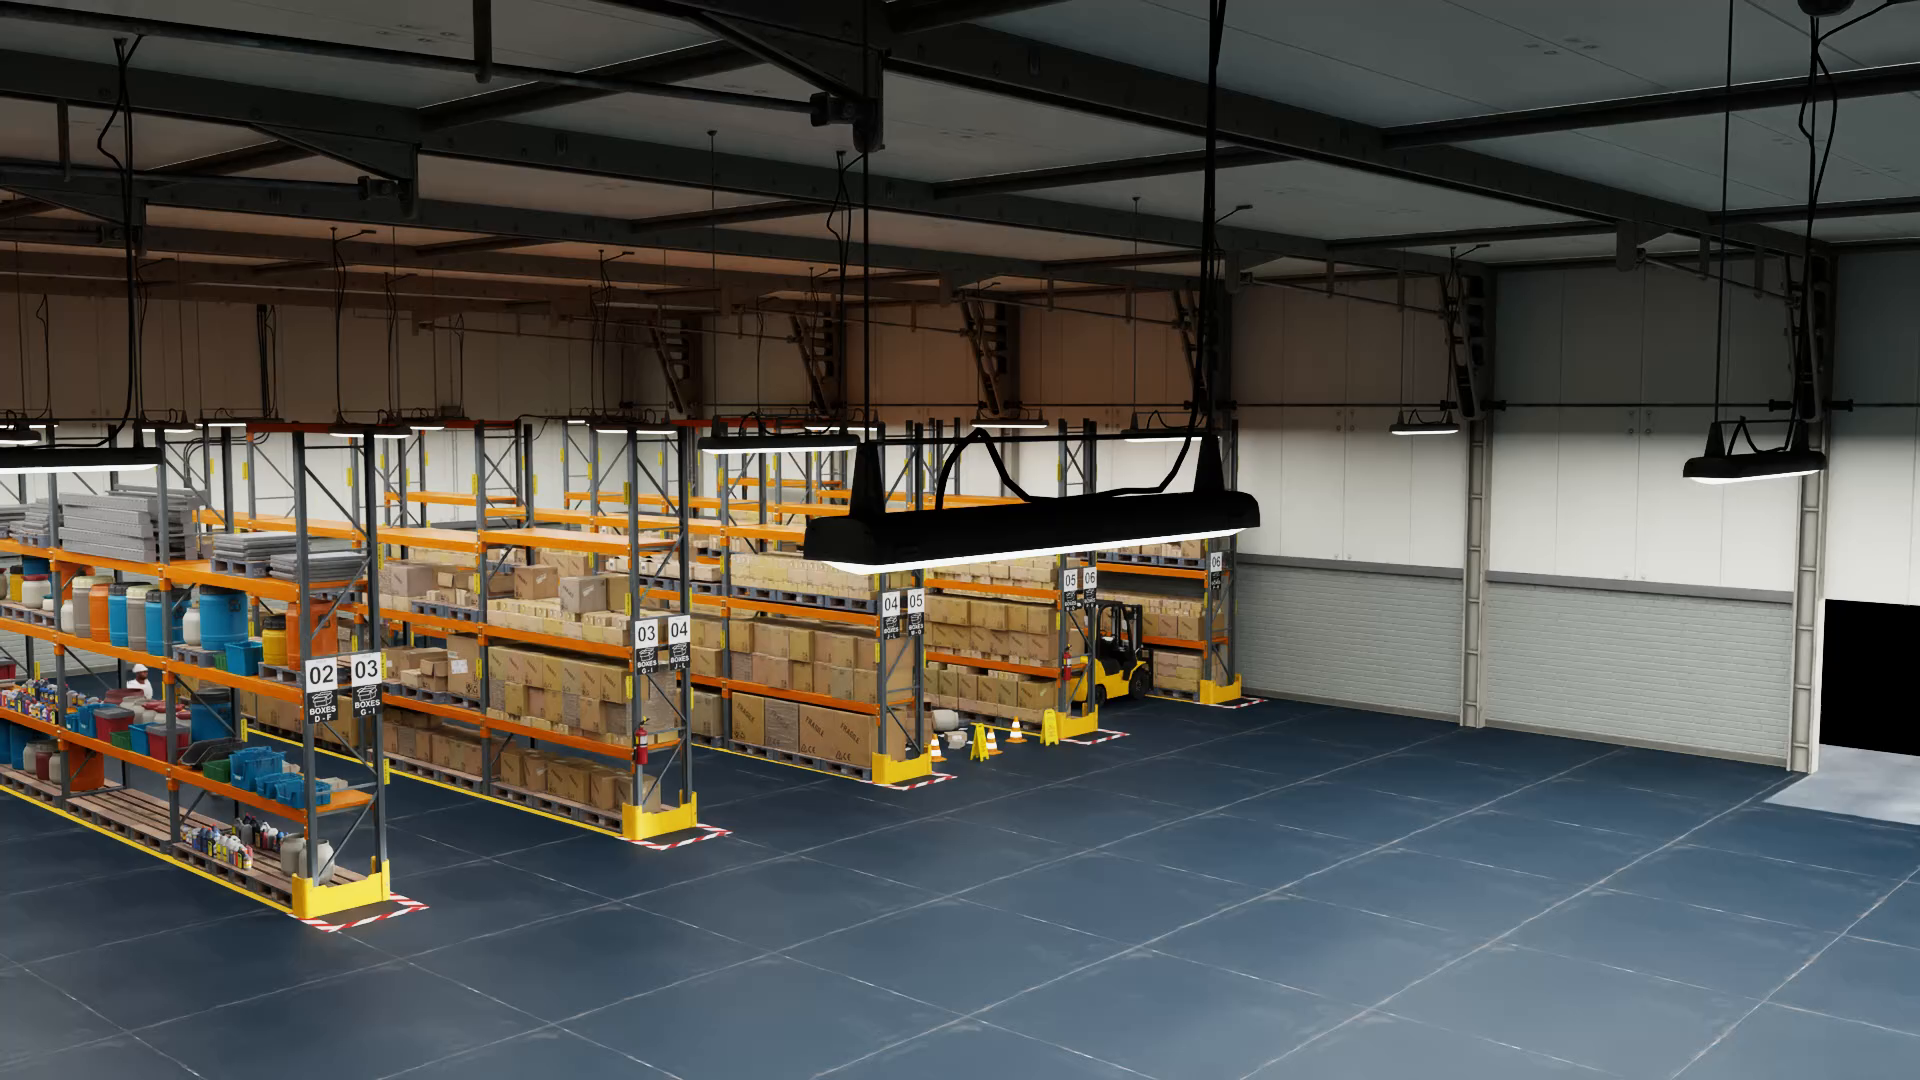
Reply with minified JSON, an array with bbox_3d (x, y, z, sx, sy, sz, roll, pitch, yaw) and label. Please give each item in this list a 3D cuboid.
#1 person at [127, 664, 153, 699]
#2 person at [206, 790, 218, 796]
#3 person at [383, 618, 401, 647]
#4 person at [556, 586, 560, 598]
[{"bbox_3d":[-14.549,3.061,29.506,1.093,1.711,0.531,4,6,38],"label":"person"},{"bbox_3d":[-11.758,3.280,26.637,0.967,1.717,0.524,3,5,32],"label":"person"},{"bbox_3d":[-14.071,2.166,41.193,0.437,1.589,0.549,-1,5,-9],"label":"person"},{"bbox_3d":[-11.268,1.701,45.771,0.573,1.781,0.660,1,5,9],"label":"person"}]
